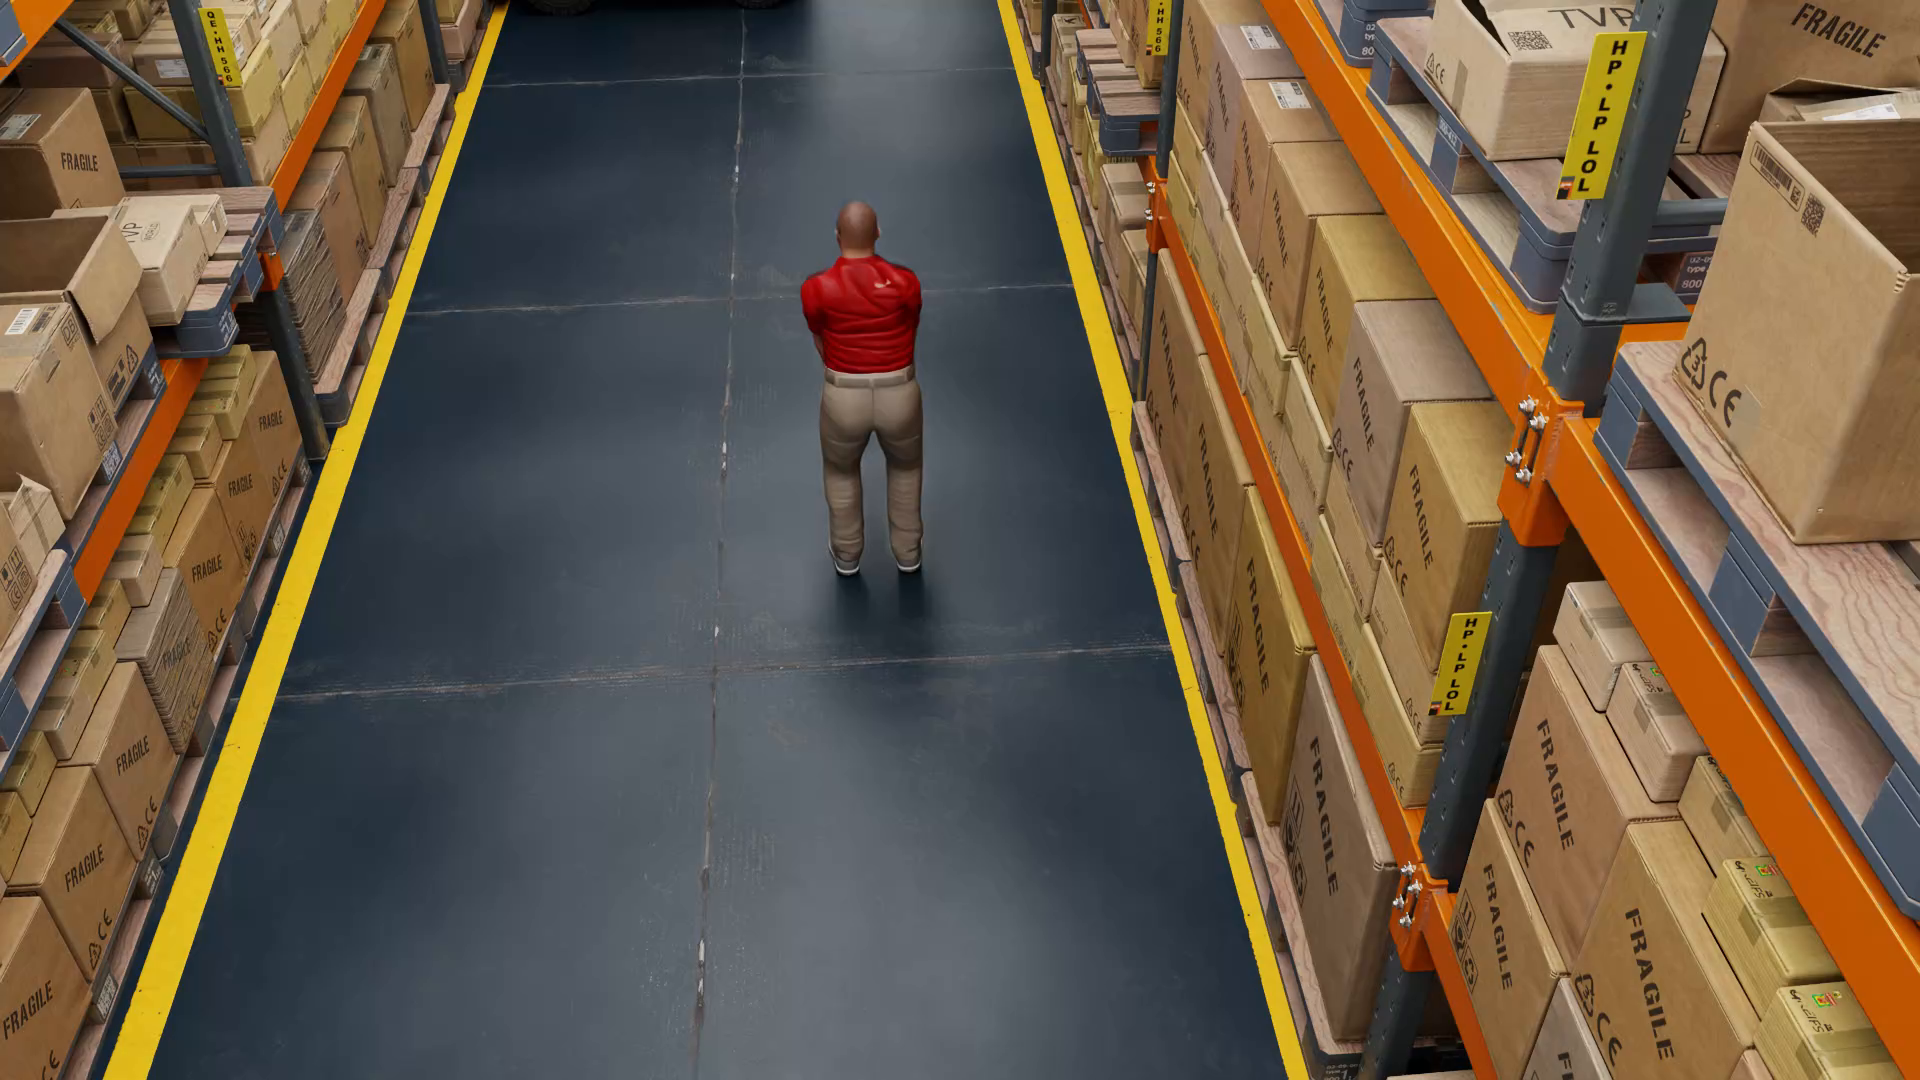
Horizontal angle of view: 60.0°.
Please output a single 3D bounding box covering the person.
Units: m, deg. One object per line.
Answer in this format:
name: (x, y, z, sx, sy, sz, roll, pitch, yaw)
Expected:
person: (-0.397, -0.639, 6.973, 0.486, 1.721, 0.562, -4, 39, -5)
